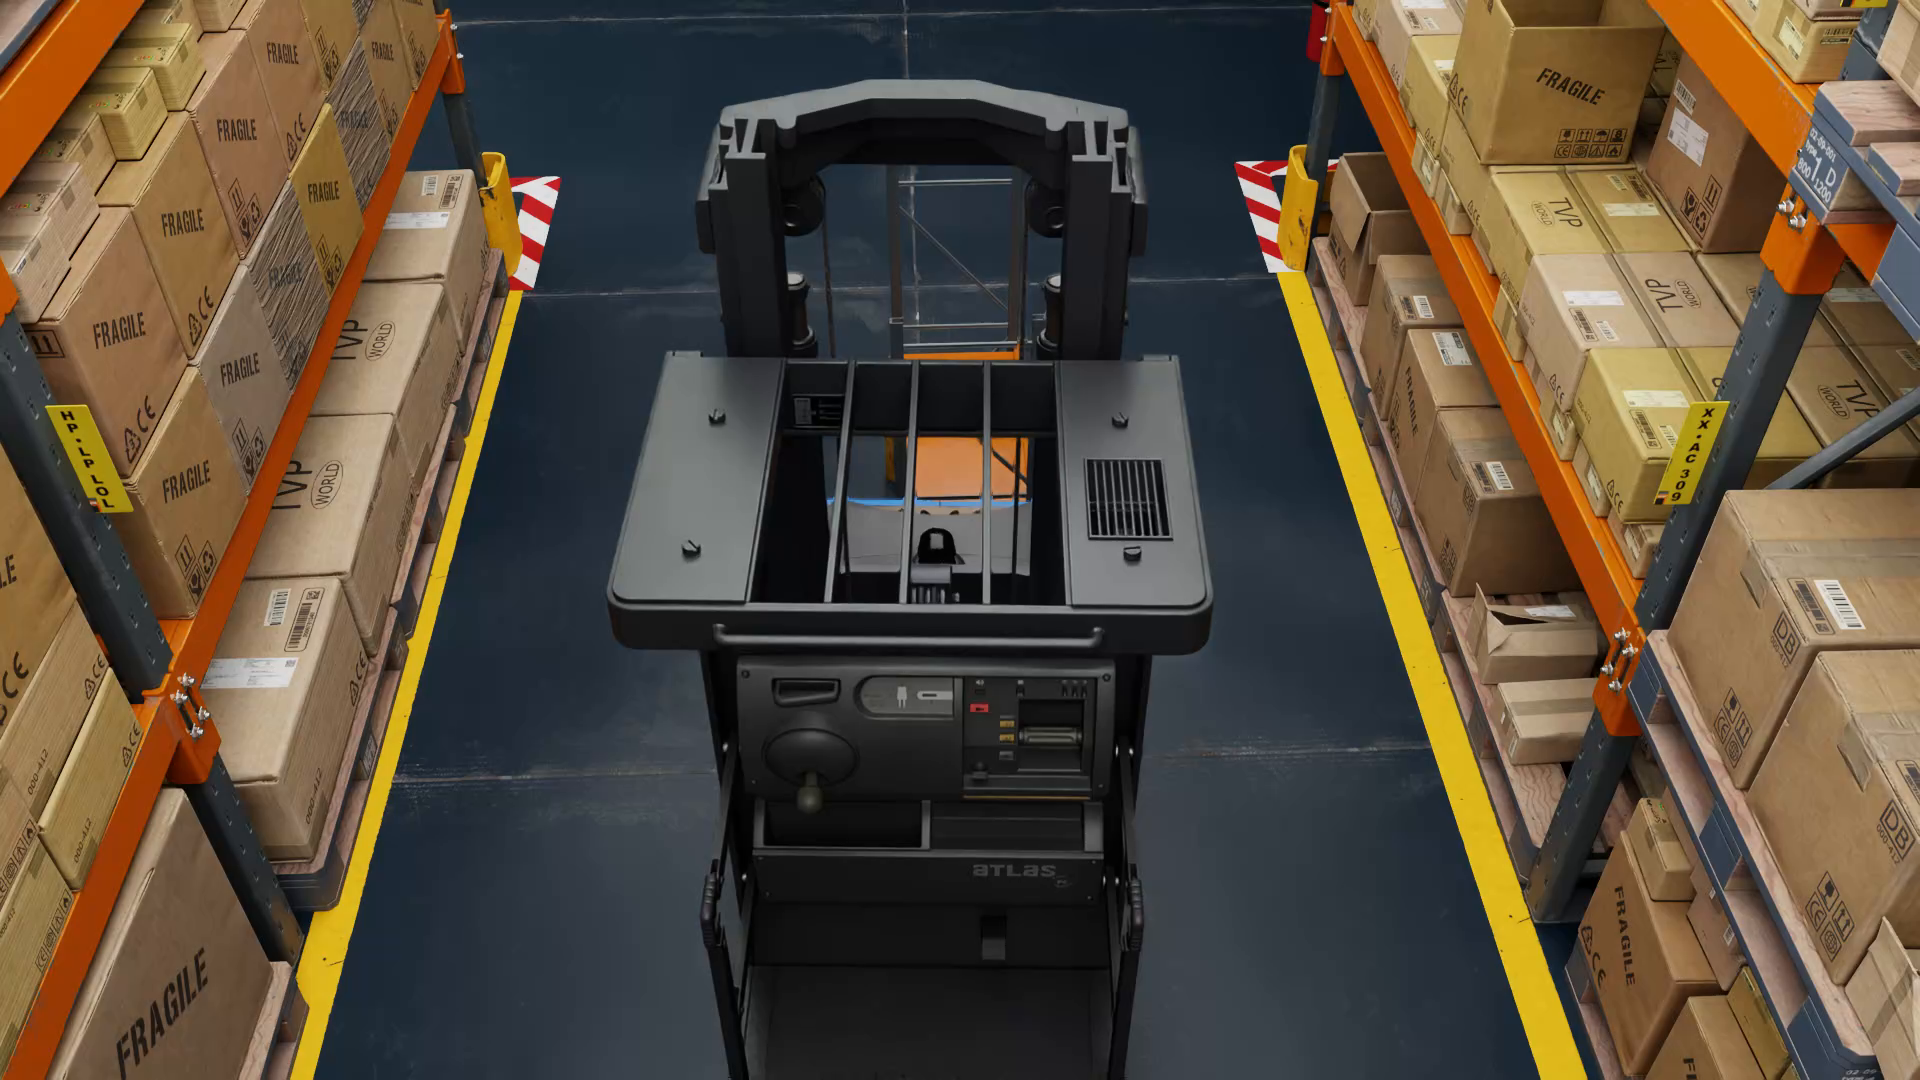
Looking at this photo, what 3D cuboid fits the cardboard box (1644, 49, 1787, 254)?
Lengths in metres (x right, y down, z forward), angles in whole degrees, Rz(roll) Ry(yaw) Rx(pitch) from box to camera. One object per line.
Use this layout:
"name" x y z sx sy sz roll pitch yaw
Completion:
"cardboard box" 2.558 -1.258 5.238 0.500 0.500 0.500 -3 43 -3

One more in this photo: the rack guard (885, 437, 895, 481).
"rack guard" -0.018 -0.377 6.976 0.587 0.250 0.087 -2 43 -2

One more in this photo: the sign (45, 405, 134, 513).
"sign" -2.062 -0.189 3.938 0.100 0.325 0.005 -2 43 -2

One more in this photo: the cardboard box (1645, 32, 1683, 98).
"cardboard box" 2.507 -1.683 6.257 0.500 0.250 0.500 0 43 0

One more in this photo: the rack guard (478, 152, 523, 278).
"rack guard" -2.774 -1.564 8.086 1.175 0.500 0.348 -2 43 -2

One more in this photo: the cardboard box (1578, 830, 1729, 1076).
"cardboard box" 2.151 1.186 4.775 0.500 0.500 0.500 0 43 0

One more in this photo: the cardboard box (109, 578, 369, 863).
"cardboard box" -2.523 0.594 5.467 0.875 0.438 0.875 -2 43 -2

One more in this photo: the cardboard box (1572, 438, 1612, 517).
"cardboard box" 2.057 -0.204 4.939 0.380 0.149 0.250 -1 43 -1

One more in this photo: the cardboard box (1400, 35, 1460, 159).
"cardboard box" 1.982 -1.672 6.245 0.500 0.250 0.500 -2 43 -3

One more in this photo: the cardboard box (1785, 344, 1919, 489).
"cardboard box" 2.604 -0.310 4.759 0.500 0.250 0.500 -2 43 -2

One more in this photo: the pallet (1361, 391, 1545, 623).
"pallet" 2.273 -0.175 6.785 1.003 0.211 1.213 -2 43 -2

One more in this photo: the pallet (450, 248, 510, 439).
"pallet" -2.661 -0.904 7.580 1.003 0.211 1.213 -2 43 -2

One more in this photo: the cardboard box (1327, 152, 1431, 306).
"cardboard box" 2.117 -1.433 7.630 0.797 0.503 0.637 -3 43 -3

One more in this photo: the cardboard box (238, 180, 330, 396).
"cardboard box" -2.394 -0.806 5.335 0.500 0.500 0.500 -1 43 -2

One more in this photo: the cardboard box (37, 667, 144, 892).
"cardboard box" -2.332 0.582 4.006 0.500 0.250 0.500 -3 43 -3

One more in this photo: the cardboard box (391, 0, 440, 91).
"cardboard box" -2.488 -2.188 6.843 0.500 0.500 0.500 -1 43 -2

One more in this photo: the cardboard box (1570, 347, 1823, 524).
"cardboard box" 2.090 -0.305 4.754 0.500 0.250 0.500 -1 43 -1

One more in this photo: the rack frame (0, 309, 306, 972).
"rack frame" -2.603 0.231 4.278 1.000 3.000 0.127 -2 43 -2

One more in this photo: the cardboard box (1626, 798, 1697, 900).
"cardboard box" 2.105 0.864 4.647 0.380 0.149 0.250 0 43 0

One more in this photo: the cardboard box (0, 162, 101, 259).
"cardboard box" -2.384 -0.806 4.116 0.380 0.149 0.250 -1 43 -1

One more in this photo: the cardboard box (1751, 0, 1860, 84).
"cardboard box" 2.045 -1.161 3.763 0.380 0.149 0.250 -2 43 -2

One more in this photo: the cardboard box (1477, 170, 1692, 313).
"cardboard box" 2.046 -0.980 5.490 0.500 0.250 0.500 -2 43 -2

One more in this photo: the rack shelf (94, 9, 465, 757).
"rack shelf" -2.688 -0.854 5.994 1.077 0.370 4.000 -2 43 -2

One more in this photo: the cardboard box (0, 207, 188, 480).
"cardboard box" -2.382 -0.503 4.265 0.500 0.500 0.500 -1 43 -2

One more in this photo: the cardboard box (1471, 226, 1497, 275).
"cardboard box" 2.042 -1.071 5.885 0.380 0.149 0.250 -2 43 -2

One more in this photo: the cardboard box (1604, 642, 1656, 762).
"cardboard box" 2.564 0.470 5.697 0.500 0.311 0.500 0 43 0

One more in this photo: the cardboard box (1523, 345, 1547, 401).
"cardboard box" 2.038 -0.557 5.324 0.380 0.149 0.250 -1 43 -1

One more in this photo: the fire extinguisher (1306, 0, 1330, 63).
"fire extinguisher" 1.718 -2.534 7.628 0.296 0.674 0.183 -2 43 -2

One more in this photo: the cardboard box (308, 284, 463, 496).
"cardboard box" -2.598 -0.619 6.791 0.875 0.438 0.875 -1 43 -1

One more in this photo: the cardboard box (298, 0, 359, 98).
"cardboard box" -2.446 -1.870 5.756 0.500 0.500 0.500 -2 43 -2

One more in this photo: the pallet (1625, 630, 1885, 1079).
"pallet" 2.281 0.700 3.909 1.003 0.211 1.213 -2 43 -2

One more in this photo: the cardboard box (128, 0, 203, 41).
"cardboard box" -2.462 -1.495 4.867 0.380 0.149 0.250 -2 43 -2

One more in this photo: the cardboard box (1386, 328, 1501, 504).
"cardboard box" 2.037 -0.494 6.608 0.500 0.500 0.500 -1 43 -1

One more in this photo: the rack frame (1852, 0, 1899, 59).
"rack frame" 2.356 -2.125 2.409 1.000 3.000 0.127 -2 43 -2

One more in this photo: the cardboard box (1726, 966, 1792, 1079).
"cardboard box" 2.216 1.221 4.257 0.380 0.149 0.250 -4 43 -4

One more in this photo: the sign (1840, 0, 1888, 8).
"sign" 1.814 -1.189 3.225 0.100 0.325 0.005 -2 43 -2

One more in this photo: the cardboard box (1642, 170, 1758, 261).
"cardboard box" 2.556 -0.997 5.509 0.500 0.250 0.500 -1 43 -1

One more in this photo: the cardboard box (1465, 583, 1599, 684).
"cardboard box" 2.023 0.331 5.882 0.396 0.266 0.258 0 43 0

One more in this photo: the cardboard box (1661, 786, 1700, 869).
"cardboard box" 2.166 0.752 4.548 0.380 0.149 0.250 -2 43 -3

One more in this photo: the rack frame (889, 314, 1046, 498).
"rack frame" 0.025 -0.152 5.806 0.500 1.500 0.032 -2 43 -2

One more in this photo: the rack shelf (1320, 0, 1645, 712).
"rack shelf" 2.271 -0.999 6.152 1.077 0.370 4.000 -2 43 -2

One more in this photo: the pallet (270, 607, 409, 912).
"pallet" -2.557 0.744 5.783 1.003 0.211 1.213 -2 43 -2

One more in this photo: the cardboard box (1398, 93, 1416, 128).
"cardboard box" 1.978 -1.773 6.650 0.380 0.149 0.250 0 43 0

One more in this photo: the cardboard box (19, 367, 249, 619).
"cardboard box" -2.362 -0.130 4.598 0.500 0.500 0.500 0 43 0

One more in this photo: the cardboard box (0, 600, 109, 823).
"cardboard box" -2.342 0.393 3.843 0.500 0.250 0.500 -2 43 -2

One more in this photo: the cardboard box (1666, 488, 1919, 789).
"cardboard box" 2.153 0.228 3.897 0.700 0.500 0.500 -1 43 -1

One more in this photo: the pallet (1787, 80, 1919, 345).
"pallet" 2.313 -0.508 3.003 1.213 0.211 1.003 -2 43 -2

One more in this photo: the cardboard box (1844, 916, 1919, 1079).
"cardboard box" 2.031 0.930 3.304 0.396 0.266 0.258 0 43 0

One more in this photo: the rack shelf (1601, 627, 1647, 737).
"rack shelf" 2.441 1.702 3.206 1.077 0.370 4.000 -2 43 -2

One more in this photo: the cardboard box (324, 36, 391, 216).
"cardboard box" -2.450 -1.502 6.094 0.500 0.500 0.500 -1 43 -1

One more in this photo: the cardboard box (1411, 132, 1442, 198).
"cardboard box" 1.931 -1.421 6.266 0.380 0.149 0.250 -3 43 -3

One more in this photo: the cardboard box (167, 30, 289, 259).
"cardboard box" -2.407 -1.190 5.014 0.500 0.500 0.500 -1 43 -1

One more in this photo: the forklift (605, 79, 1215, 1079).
"forklift" -0.085 0.569 3.960 1.130 2.935 3.031 1 43 1

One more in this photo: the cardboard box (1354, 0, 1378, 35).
"cardboard box" 1.936 -2.354 6.990 0.500 0.250 0.500 -1 43 -2

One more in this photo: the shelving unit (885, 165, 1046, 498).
"shelving unit" 0.003 -0.501 6.187 0.587 1.500 1.083 -2 43 -2

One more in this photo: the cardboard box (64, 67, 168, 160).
"cardboard box" -2.387 -1.147 4.488 0.380 0.149 0.250 -2 43 -2

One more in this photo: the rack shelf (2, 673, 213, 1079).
"rack shelf" -2.518 1.847 3.048 1.077 0.370 4.000 -2 43 -2

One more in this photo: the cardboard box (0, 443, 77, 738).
"cardboard box" -2.334 0.120 3.585 0.500 0.500 0.500 0 43 0
